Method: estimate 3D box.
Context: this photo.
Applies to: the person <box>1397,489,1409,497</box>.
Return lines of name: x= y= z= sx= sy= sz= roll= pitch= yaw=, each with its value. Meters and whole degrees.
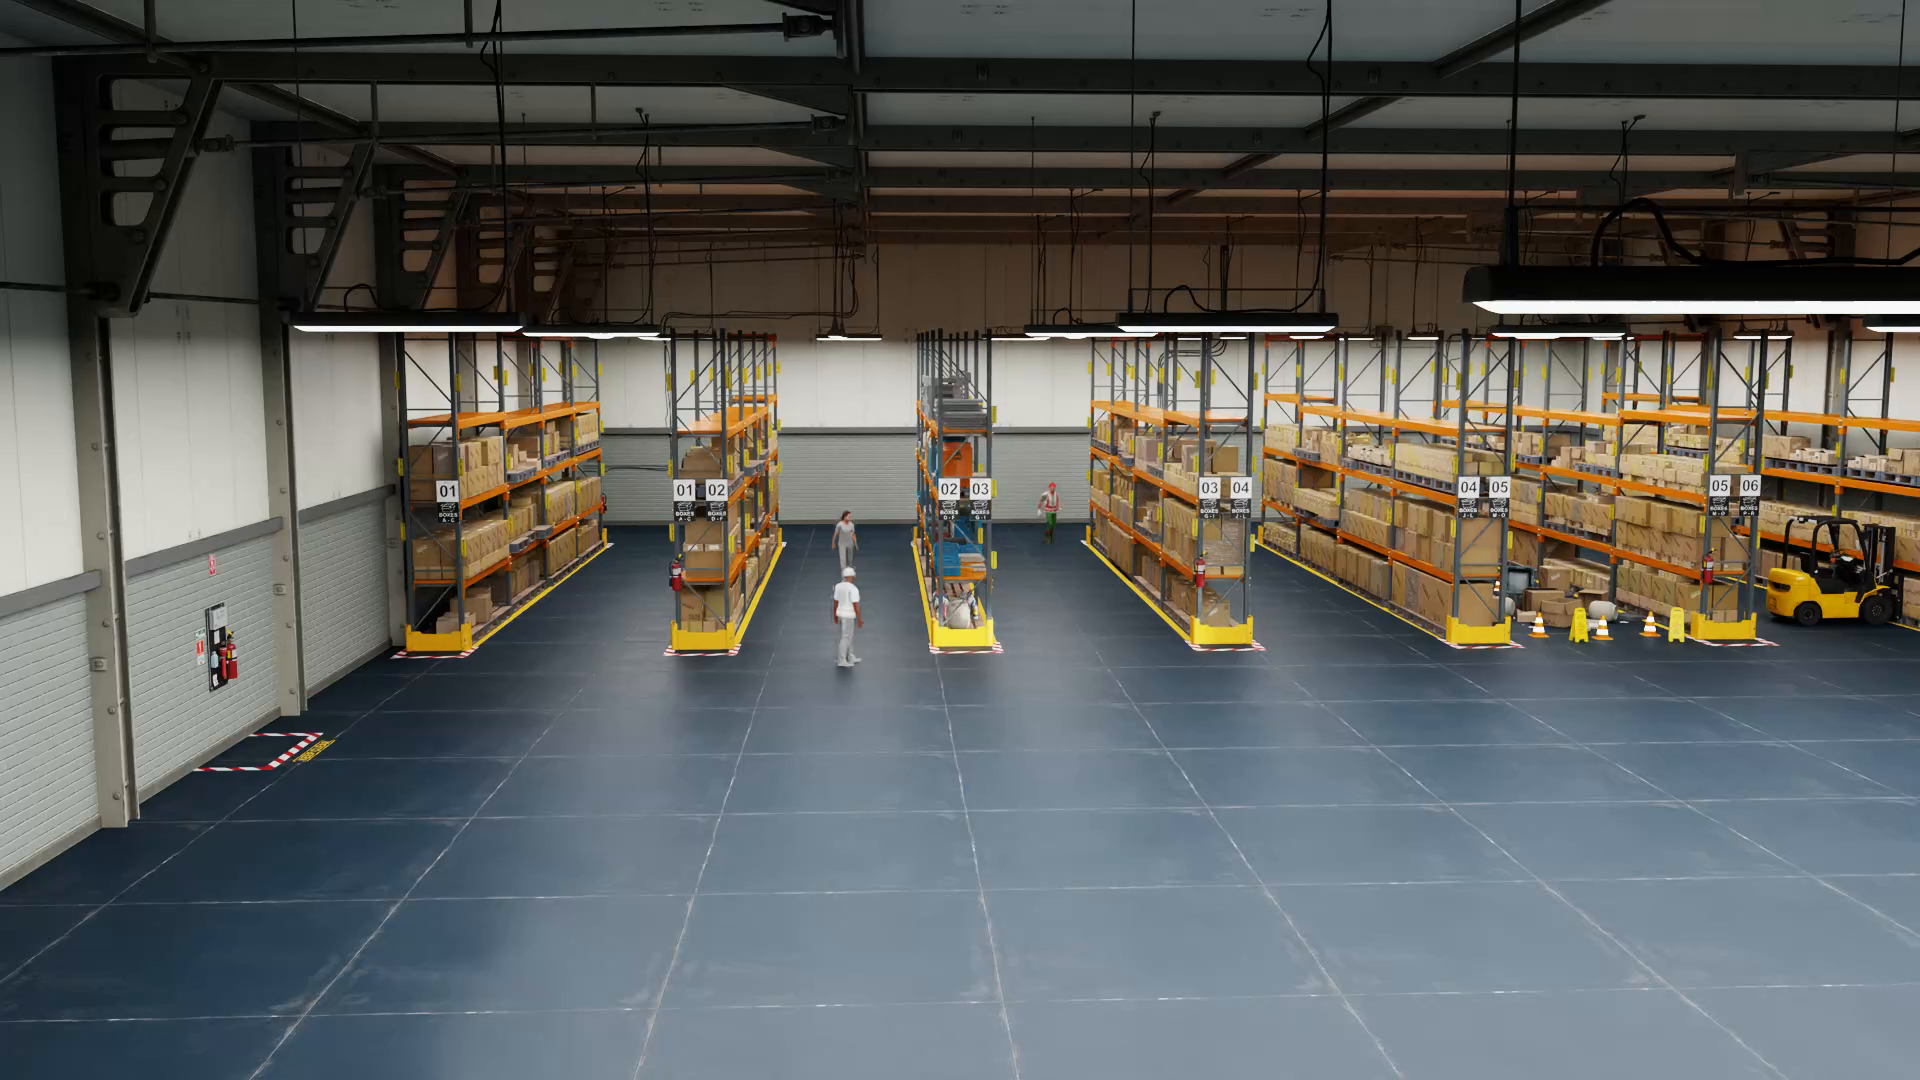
person: x=12.441 y=-0.700 z=47.123 sx=0.588 sy=1.776 sz=0.598 roll=1 pitch=7 yaw=8

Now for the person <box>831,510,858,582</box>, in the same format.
person: x=-2.652 y=0.127 z=38.209 sx=0.613 sy=1.626 sz=1.037 roll=-1 pitch=7 yaw=-6

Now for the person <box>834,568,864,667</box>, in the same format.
person: x=-1.937 y=1.366 z=29.647 sx=0.568 sy=1.759 sz=0.631 roll=-3 pitch=7 yaw=-25

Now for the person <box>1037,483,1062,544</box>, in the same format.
person: x=2.601 y=-0.741 z=47.946 sx=0.616 sy=1.849 sz=0.746 roll=-3 pitch=8 yaw=-27
